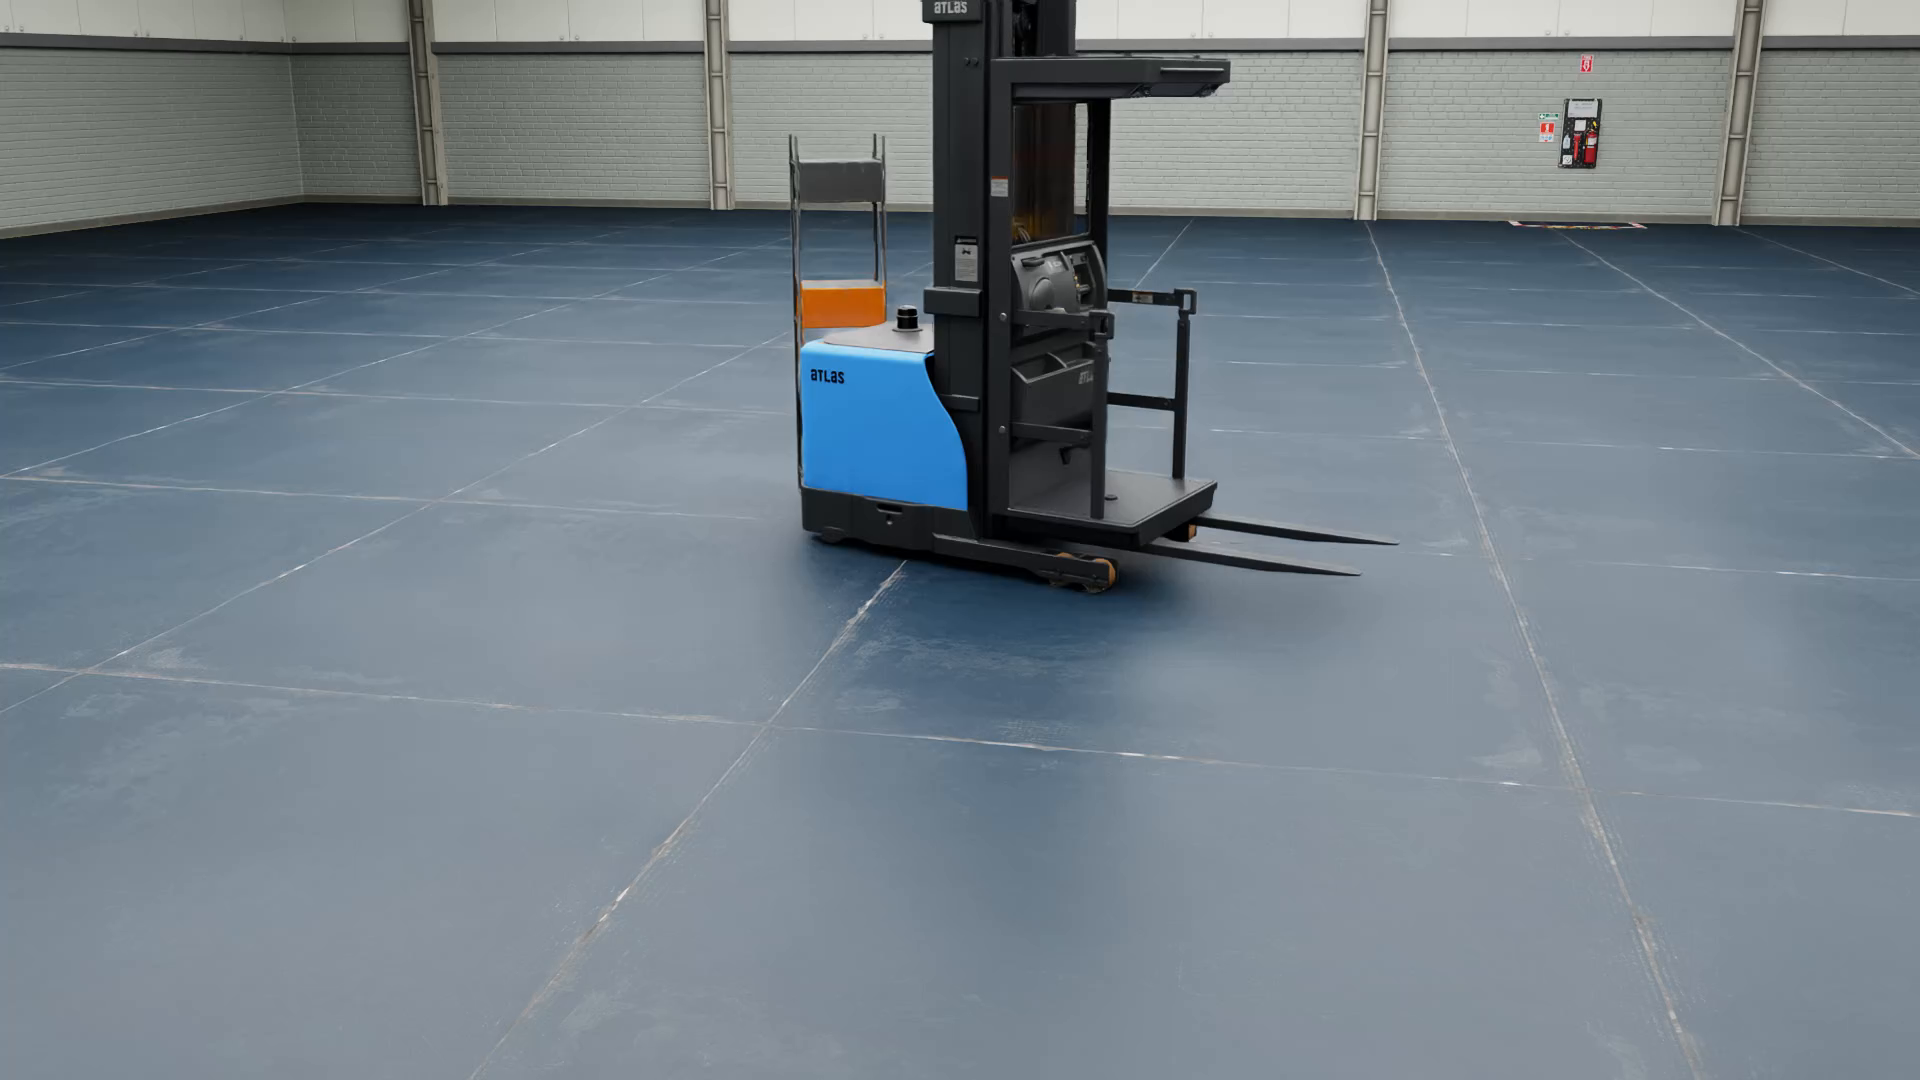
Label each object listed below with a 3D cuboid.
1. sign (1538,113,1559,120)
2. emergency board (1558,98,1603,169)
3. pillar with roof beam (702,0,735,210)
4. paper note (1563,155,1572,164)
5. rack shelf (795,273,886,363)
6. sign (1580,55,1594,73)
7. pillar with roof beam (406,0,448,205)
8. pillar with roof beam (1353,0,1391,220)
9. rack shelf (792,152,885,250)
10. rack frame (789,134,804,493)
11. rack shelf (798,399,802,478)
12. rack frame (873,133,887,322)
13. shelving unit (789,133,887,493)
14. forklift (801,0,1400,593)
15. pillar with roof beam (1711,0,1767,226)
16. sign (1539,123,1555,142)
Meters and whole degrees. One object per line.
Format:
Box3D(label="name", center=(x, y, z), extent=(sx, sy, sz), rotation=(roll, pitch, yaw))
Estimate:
Box3D(label="sign", center=(10.160, -7.307, 28.694), extent=(0.331, 0.109, 0.001), rotation=(3, 16, 11))
Box3D(label="emergency board", center=(10.678, -6.981, 28.575), extent=(0.643, 1.169, 0.194), rotation=(3, 16, 11))
Box3D(label="pillar with roof beam", center=(-5.405, -9.562, 26.655), extent=(0.400, 9.000, 9.100), rotation=(3, 16, 11))
Box3D(label="paper note", center=(10.518, -6.584, 28.792), extent=(0.142, 0.148, 0.016), rotation=(3, 16, 11))
Box3D(label="rack shelf", center=(-0.699, -1.264, 9.673), extent=(0.480, 0.518, 0.431), rotation=(-3, 16, -10))
Box3D(label="sign", center=(10.690, -8.125, 28.361), extent=(0.199, 0.298, 0.001), rotation=(3, 16, 11))
Box3D(label="pillar with roof beam", center=(-11.284, -9.881, 27.807), extent=(0.400, 9.000, 9.100), rotation=(3, 16, 11))
Box3D(label="pillar with roof beam", center=(6.355, -8.924, 24.350), extent=(0.400, 9.000, 9.100), rotation=(3, 16, 11))
Box3D(label="rack shelf", center=(-0.699, -1.939, 9.485), extent=(0.480, 0.518, 0.431), rotation=(-3, 16, -10))
Box3D(label="rack frame", center=(-0.939, -1.265, 9.626), extent=(0.015, 2.100, 0.400), rotation=(-3, 16, -10))
Box3D(label="rack shelf", center=(-0.698, -0.590, 9.860), extent=(0.480, 0.518, 0.431), rotation=(-3, 16, -10))
Box3D(label="rack frame", center=(-0.459, -1.289, 9.712), extent=(0.015, 2.100, 0.400), rotation=(-3, 16, -10))
Box3D(label="shelving unit", center=(-0.699, -1.277, 9.669), extent=(0.503, 2.100, 0.431), rotation=(-3, 16, -10))
Box3D(label="forklift", center=(0.681, -1.318, 8.261), extent=(3.031, 2.935, 1.130), rotation=(9, 18, 29))
Box3D(label="pillar with roof beam", center=(12.234, -8.605, 23.198), extent=(0.400, 9.000, 9.100), rotation=(3, 16, 11))
Box3D(label="sign", center=(10.157, -7.055, 28.774), extent=(0.234, 0.329, 0.001), rotation=(3, 16, 11))
